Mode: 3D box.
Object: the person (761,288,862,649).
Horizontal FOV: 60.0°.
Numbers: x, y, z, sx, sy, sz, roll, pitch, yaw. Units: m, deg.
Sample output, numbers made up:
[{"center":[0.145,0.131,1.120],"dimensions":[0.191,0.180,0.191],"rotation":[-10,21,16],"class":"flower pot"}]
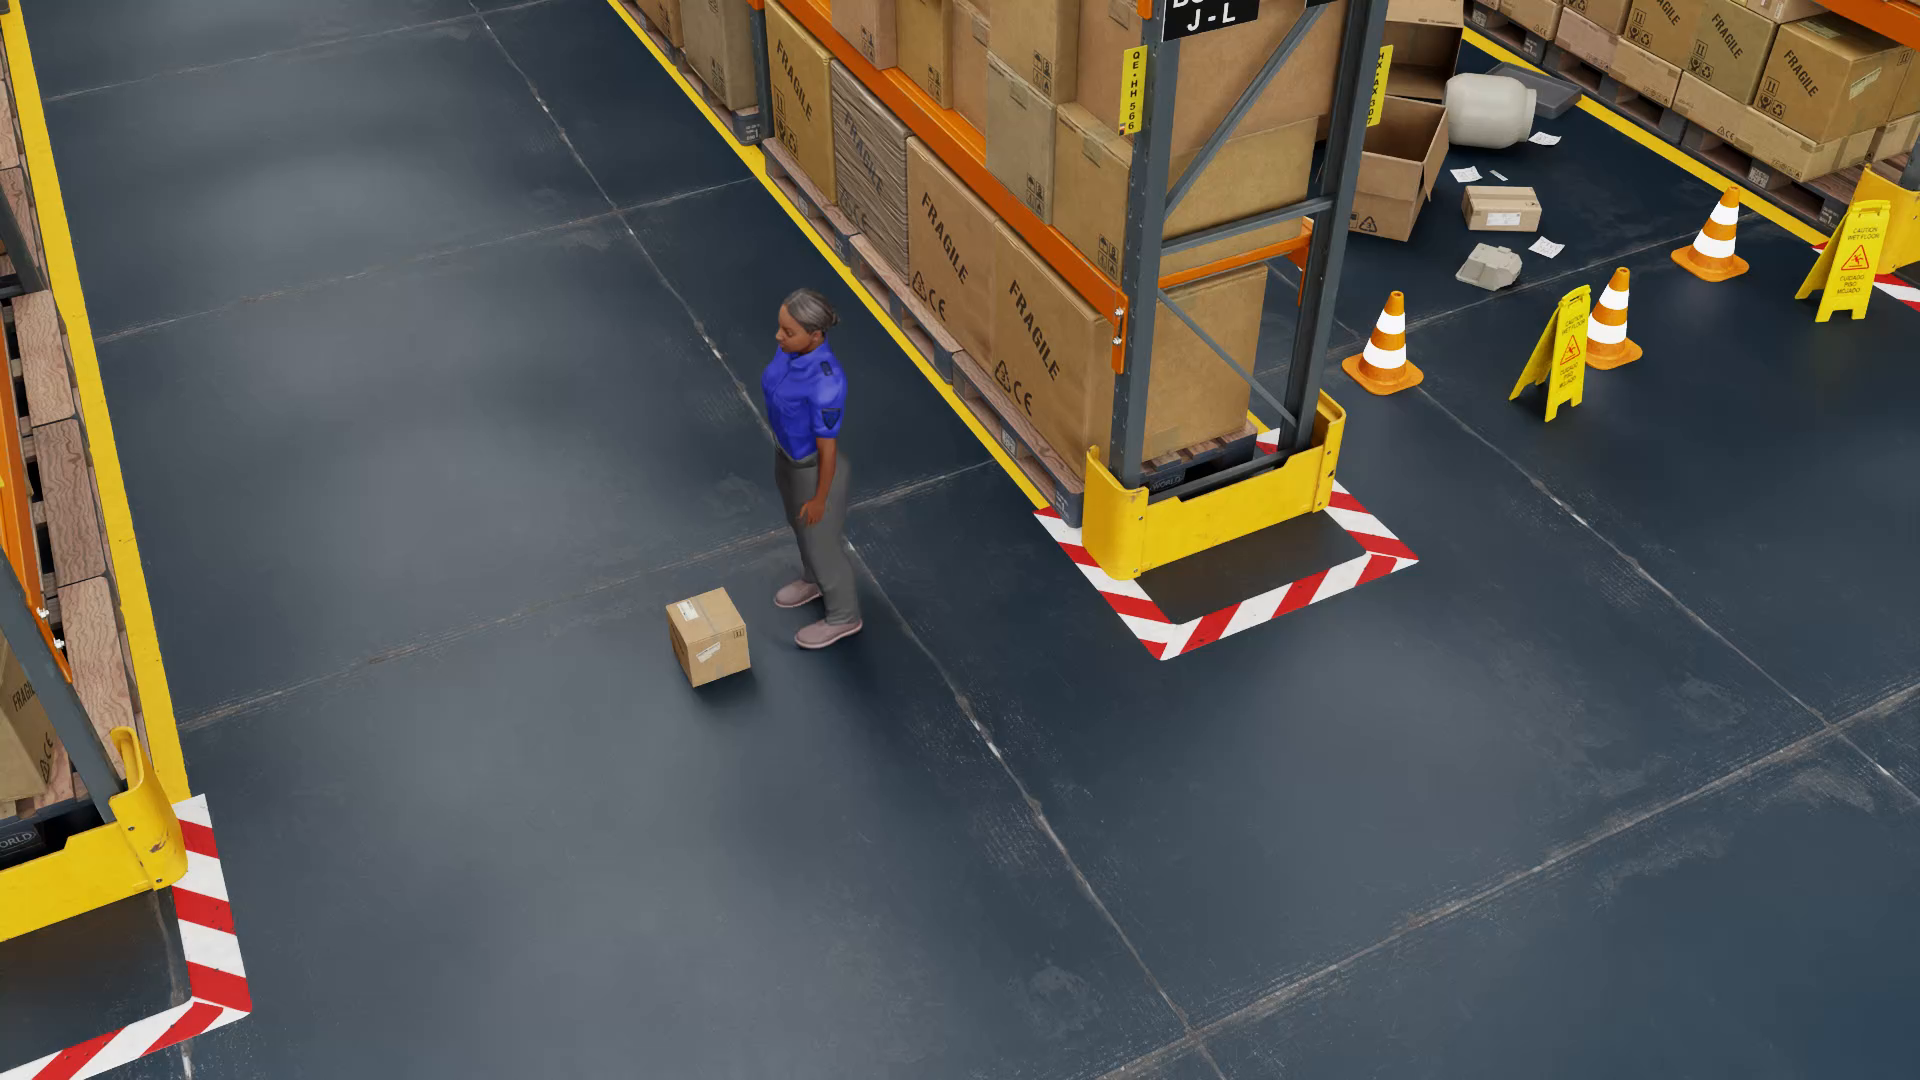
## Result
[{"center":[-0.588,-0.279,6.484],"dimensions":[0.304,1.666,0.471],"rotation":[-18,45,-19],"class":"person"}]
